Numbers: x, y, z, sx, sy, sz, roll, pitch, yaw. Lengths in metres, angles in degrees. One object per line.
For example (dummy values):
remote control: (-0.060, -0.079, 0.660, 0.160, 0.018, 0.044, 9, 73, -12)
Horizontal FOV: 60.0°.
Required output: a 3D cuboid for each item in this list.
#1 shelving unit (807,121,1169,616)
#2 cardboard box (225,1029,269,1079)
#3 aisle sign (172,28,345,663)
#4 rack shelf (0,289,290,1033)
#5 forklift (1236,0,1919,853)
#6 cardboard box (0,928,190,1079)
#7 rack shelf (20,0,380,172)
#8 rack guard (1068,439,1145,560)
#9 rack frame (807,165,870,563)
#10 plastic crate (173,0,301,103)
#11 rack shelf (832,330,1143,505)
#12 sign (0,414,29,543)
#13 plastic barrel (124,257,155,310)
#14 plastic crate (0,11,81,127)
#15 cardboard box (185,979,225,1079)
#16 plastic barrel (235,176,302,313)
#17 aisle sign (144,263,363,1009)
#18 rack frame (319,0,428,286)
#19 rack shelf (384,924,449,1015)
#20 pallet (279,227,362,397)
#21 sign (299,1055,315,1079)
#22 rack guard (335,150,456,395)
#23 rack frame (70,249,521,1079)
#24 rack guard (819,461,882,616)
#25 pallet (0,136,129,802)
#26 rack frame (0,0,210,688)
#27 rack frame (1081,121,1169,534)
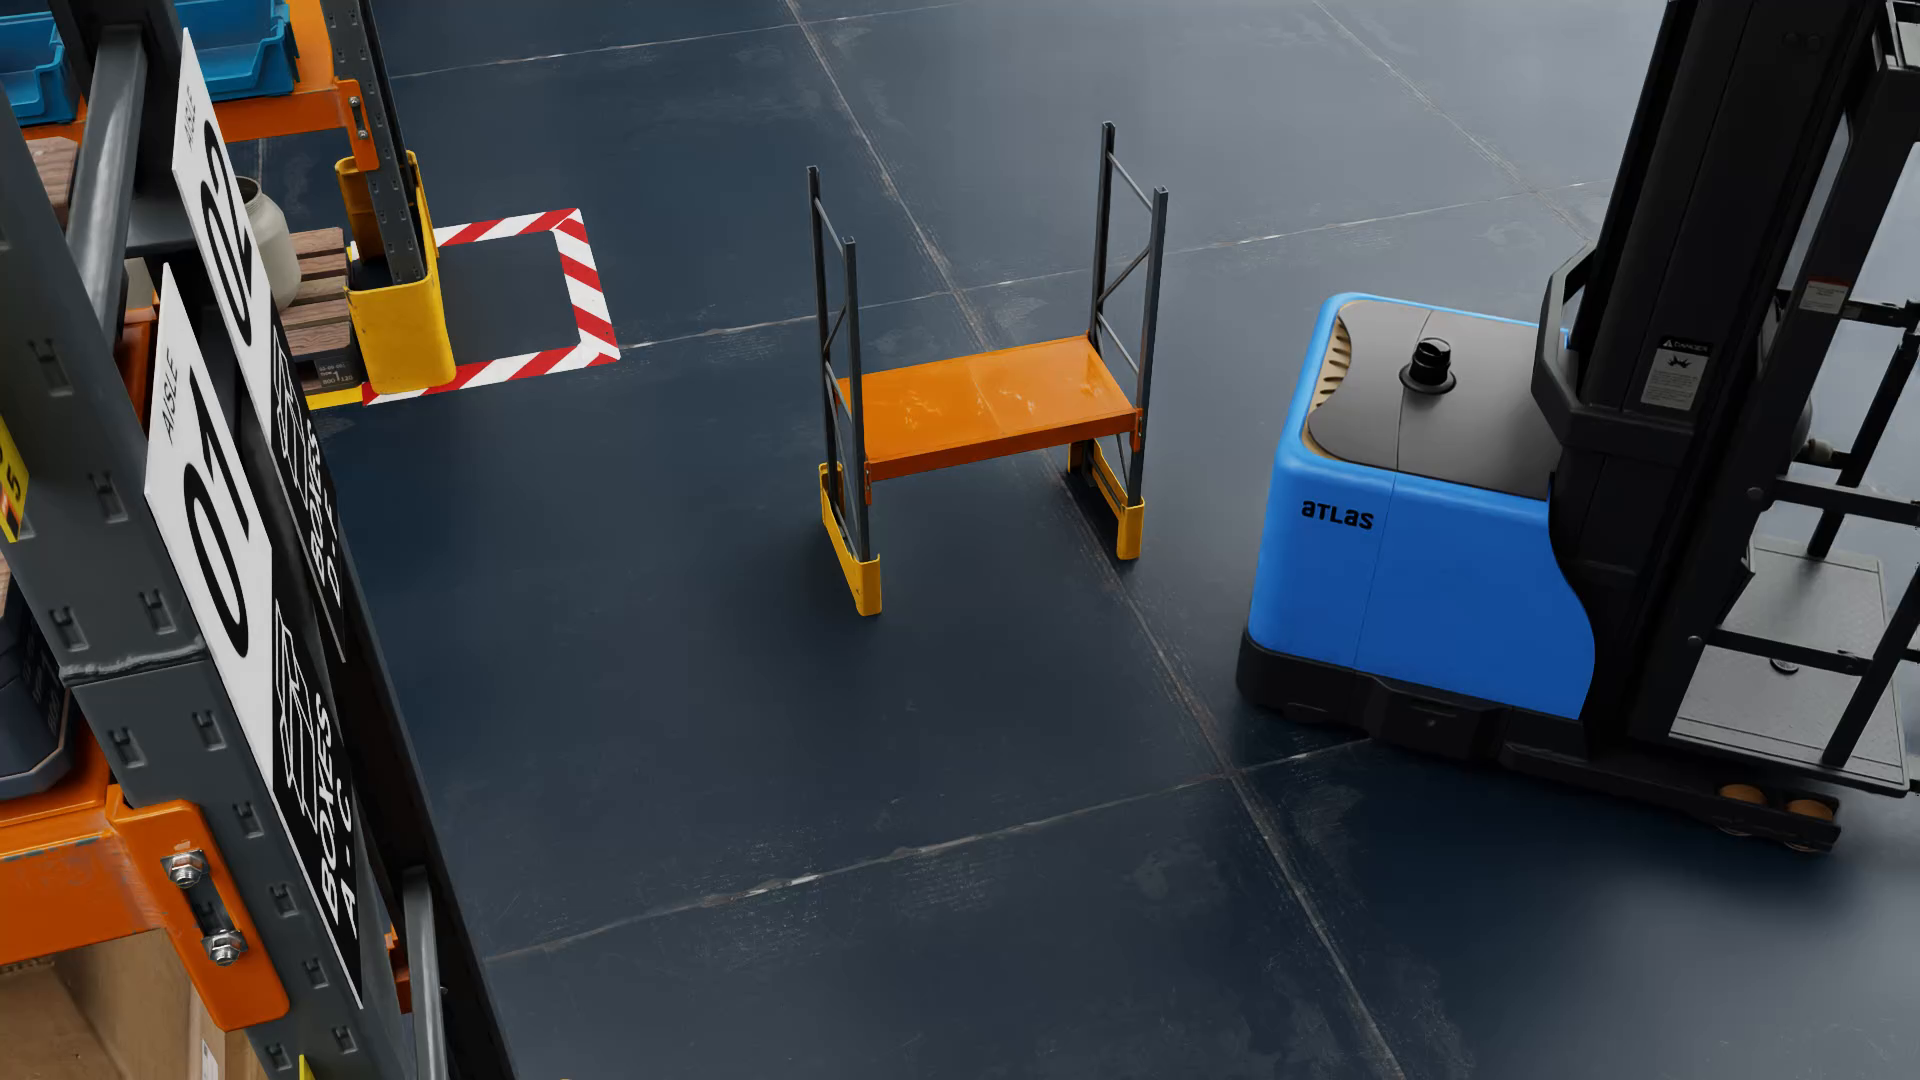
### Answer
shelving unit: (0.073, -0.580, 5.774, 1.083, 1.500, 0.587, -12, 42, -13)
cardboard box: (-1.365, 0.987, 2.765, 0.500, 0.500, 0.700, -12, 42, -13)
aisle sign: (-0.945, -0.244, 2.273, 0.004, 0.787, 0.394, -12, 42, -13)
rack shelf: (-2.823, 0.477, 1.691, 4.000, 0.370, 1.077, -12, 42, -13)
forklift: (2.502, -0.535, 4.635, 3.031, 2.935, 1.130, 12, 43, 14)
cardboard box: (-1.415, 0.509, 2.326, 0.500, 0.500, 0.700, -12, 42, -13)
rack shelf: (-4.307, -1.503, 6.237, 4.000, 0.370, 1.077, -12, 42, -13)
rack guard: (0.548, -0.208, 6.298, 0.087, 0.250, 0.587, -12, 42, -13)
rack frame: (-0.404, -0.481, 5.661, 0.032, 1.500, 0.500, -12, 42, -13)
plastic crate: (-2.787, -1.826, 6.173, 0.616, 0.251, 0.499, -12, 42, -13)
rack shelf: (0.081, -0.446, 5.894, 1.000, 0.185, 0.538, -12, 42, -13)
sign: (-0.766, -0.150, 1.249, 0.005, 0.325, 0.100, -12, 42, -13)
plastic barrel: (-3.483, -1.113, 6.816, 0.421, 0.512, 0.421, 0, 41, 0)
plastic crate: (-3.408, -1.701, 6.031, 0.408, 0.251, 0.499, -12, 42, -13)
cardboard box: (-1.223, 0.853, 2.424, 0.250, 0.149, 0.380, -12, 43, -14)
plastic barrel: (-3.005, -1.212, 6.929, 0.421, 0.512, 0.421, 0, 41, 0)
aisle sign: (-0.765, 0.133, 1.842, 0.004, 0.787, 0.394, -12, 42, -13)
rack frame: (-2.400, -2.169, 6.453, 0.127, 3.000, 1.000, -12, 42, -13)
rack shelf: (-2.823, 1.606, 2.678, 4.000, 0.370, 1.077, -12, 42, -13)
pallet: (-3.235, -0.917, 7.139, 1.213, 0.211, 1.003, -12, 42, -13)
sign: (-0.766, 0.758, 2.042, 0.005, 0.325, 0.100, -12, 42, -13)
rack guard: (-2.458, -1.183, 7.224, 0.348, 0.500, 1.175, -12, 42, -13)
rack frame: (-0.915, 0.940, 2.894, 0.127, 3.000, 1.000, -12, 42, -13)
rack guard: (-0.402, -0.011, 6.072, 0.087, 0.250, 0.587, -12, 42, -13)
pallet: (-1.598, -0.033, 1.795, 1.213, 0.211, 1.003, -12, 42, -13)
rack frame: (-0.915, -1.319, 0.920, 0.127, 3.000, 1.000, -12, 42, -13)
rack frame: (0.566, -0.682, 5.891, 0.032, 1.500, 0.500, -12, 42, -13)
